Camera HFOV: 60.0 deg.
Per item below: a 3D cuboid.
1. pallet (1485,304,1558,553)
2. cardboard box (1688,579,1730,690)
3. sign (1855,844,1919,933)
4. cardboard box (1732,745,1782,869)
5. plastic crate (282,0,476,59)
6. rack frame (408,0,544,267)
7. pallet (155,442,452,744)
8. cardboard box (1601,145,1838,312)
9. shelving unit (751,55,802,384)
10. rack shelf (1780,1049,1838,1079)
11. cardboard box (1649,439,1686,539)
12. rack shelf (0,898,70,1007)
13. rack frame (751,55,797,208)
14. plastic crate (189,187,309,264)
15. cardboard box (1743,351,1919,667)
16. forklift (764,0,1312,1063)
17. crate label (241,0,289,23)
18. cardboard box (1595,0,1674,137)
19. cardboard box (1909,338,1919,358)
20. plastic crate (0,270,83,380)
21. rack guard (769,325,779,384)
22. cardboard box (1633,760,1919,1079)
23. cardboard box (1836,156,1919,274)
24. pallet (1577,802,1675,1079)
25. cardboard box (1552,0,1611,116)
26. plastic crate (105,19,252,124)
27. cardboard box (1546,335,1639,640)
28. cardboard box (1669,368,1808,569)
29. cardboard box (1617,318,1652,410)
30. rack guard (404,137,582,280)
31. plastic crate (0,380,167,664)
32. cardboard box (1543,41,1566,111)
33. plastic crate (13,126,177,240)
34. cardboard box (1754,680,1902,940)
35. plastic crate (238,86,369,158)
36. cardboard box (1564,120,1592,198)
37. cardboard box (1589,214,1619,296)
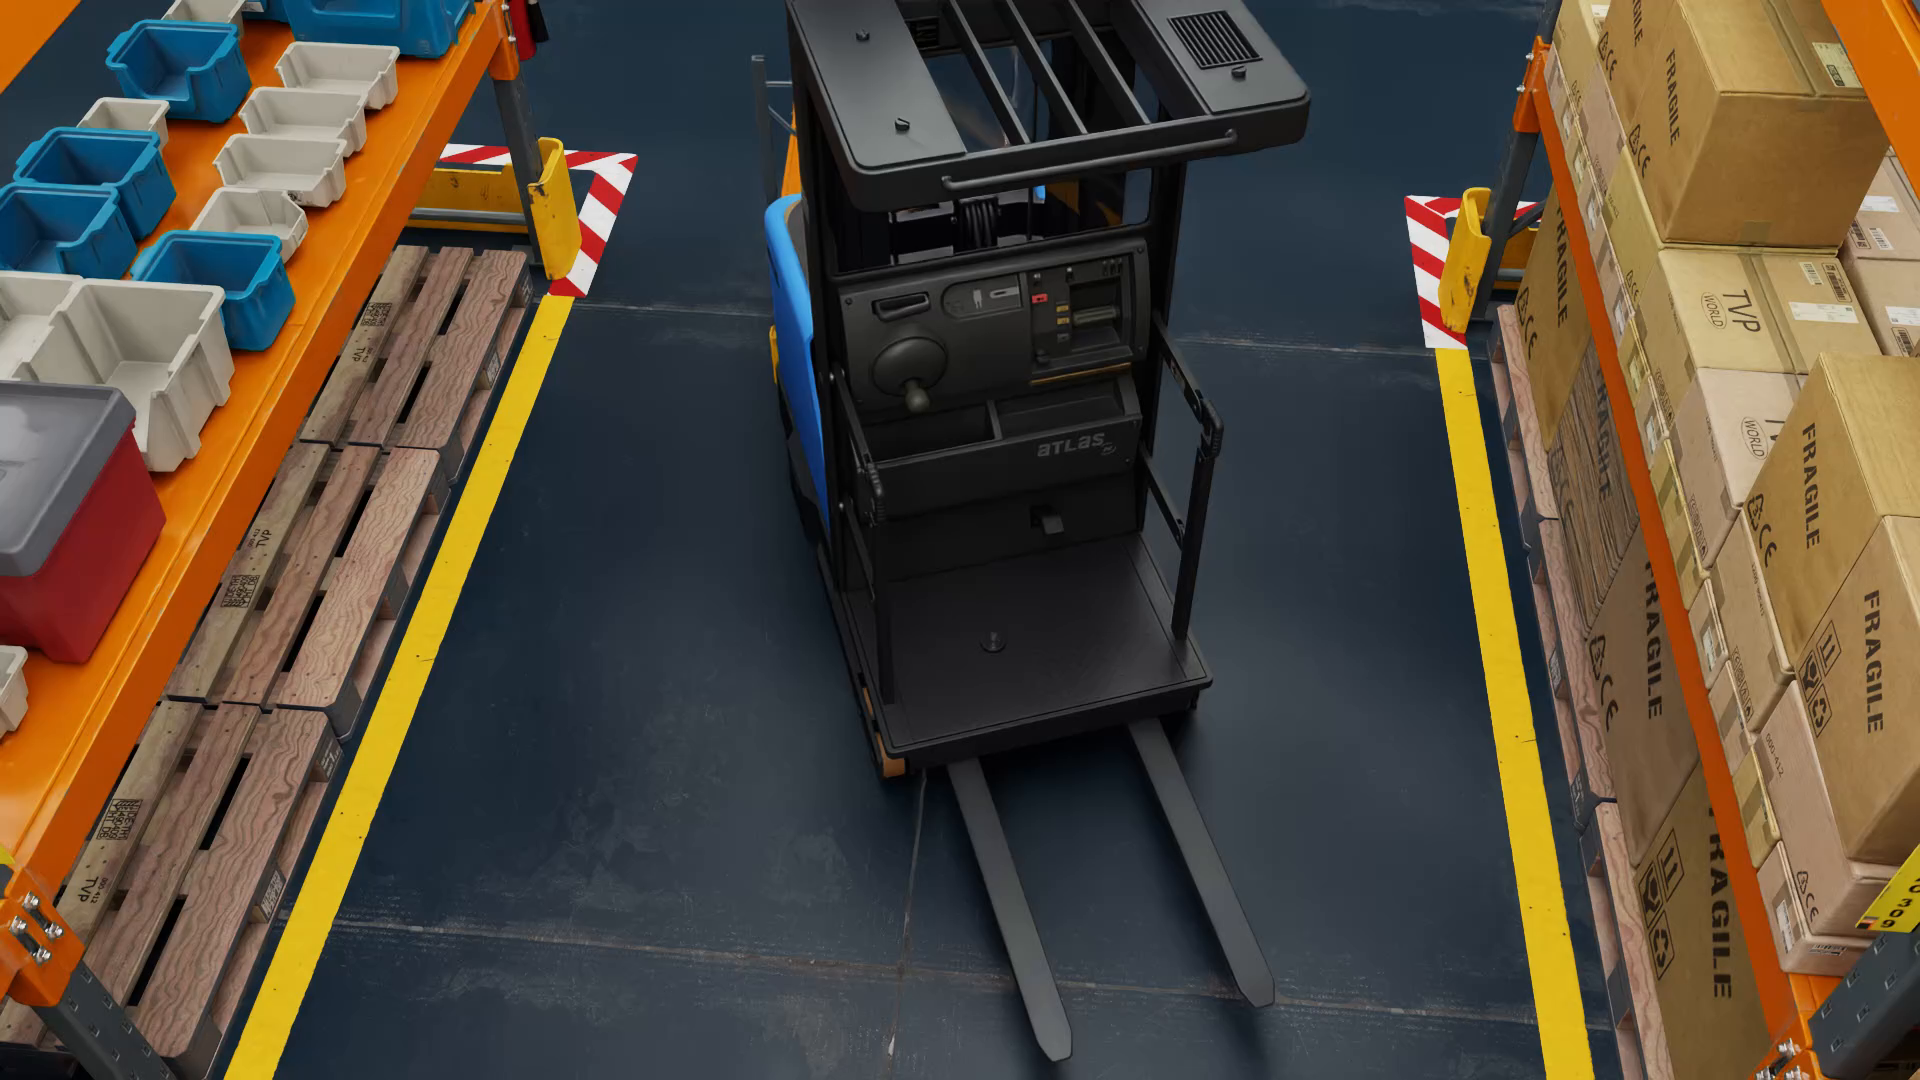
[{"bbox_3d":[2.657,-0.427,6.498,1.003,0.211,1.213,4,48,4],"label":"pallet"},{"bbox_3d":[2.059,0.250,4.159,0.380,0.149,0.250,5,48,4],"label":"cardboard box"},{"bbox_3d":[1.734,0.623,3.007,0.100,0.325,0.005,4,48,4],"label":"sign"},{"bbox_3d":[2.012,0.627,3.814,0.380,0.149,0.250,5,48,4],"label":"cardboard box"},{"bbox_3d":[-2.125,-2.068,6.044,0.616,0.435,0.499,4,48,4],"label":"plastic crate"},{"bbox_3d":[-2.281,-2.295,6.316,1.000,3.000,0.127,4,48,4],"label":"rack frame"},{"bbox_3d":[-2.508,0.144,5.975,1.003,0.211,1.213,4,48,4],"label":"pallet"},{"bbox_3d":[2.249,-0.925,4.963,0.500,0.250,0.500,2,48,2],"label":"cardboard box"},{"bbox_3d":[-0.460,-1.538,6.640,0.587,1.500,1.083,1,48,1],"label":"shelving unit"},{"bbox_3d":[2.105,2.690,2.244,1.077,0.370,4.000,4,48,4],"label":"rack shelf"},{"bbox_3d":[2.105,-0.128,4.504,0.380,0.149,0.250,3,48,3],"label":"cardboard box"},{"bbox_3d":[-2.828,2.357,2.549,1.077,0.370,4.000,4,48,4],"label":"rack shelf"},{"bbox_3d":[-0.470,-1.156,6.291,0.500,1.500,0.032,1,48,1],"label":"rack frame"},{"bbox_3d":[-2.225,-0.977,5.249,0.298,0.136,0.250,4,48,4],"label":"plastic crate"},{"bbox_3d":[2.113,-0.049,3.654,0.500,0.500,0.500,4,48,4],"label":"cardboard box"},{"bbox_3d":[0.173,-0.529,4.747,1.130,2.935,3.031,-12,49,-10],"label":"forklift"},{"bbox_3d":[-2.631,-2.099,6.210,0.416,0.233,0.303,4,48,4],"label":"crate label"},{"bbox_3d":[2.293,-1.562,5.038,0.500,0.500,0.500,3,48,3],"label":"cardboard box"},{"bbox_3d":[2.681,-0.404,3.978,0.500,0.500,0.500,3,48,2],"label":"cardboard box"},{"bbox_3d":[-2.786,-0.586,4.891,0.293,0.136,0.466,4,48,4],"label":"plastic crate"},{"bbox_3d":[-0.470,-0.749,6.765,0.587,0.250,0.087,1,48,1],"label":"rack guard"},{"bbox_3d":[2.427,1.074,4.391,0.875,0.875,0.875,4,48,4],"label":"cardboard box"},{"bbox_3d":[2.779,-0.891,4.932,0.500,0.250,0.500,2,48,2],"label":"cardboard box"},{"bbox_3d":[2.434,1.366,4.858,1.003,0.211,1.213,4,48,4],"label":"pallet"},{"bbox_3d":[2.339,-1.677,5.651,0.500,0.250,0.500,3,48,2],"label":"cardboard box"},{"bbox_3d":[-2.691,-1.615,5.767,0.416,0.233,0.300,4,48,4],"label":"plastic crate"},{"bbox_3d":[2.590,-0.242,5.594,0.875,0.875,0.875,4,48,4],"label":"cardboard box"},{"bbox_3d":[2.157,-0.169,4.272,0.500,0.250,0.500,5,48,4],"label":"cardboard box"},{"bbox_3d":[2.152,-0.508,4.852,0.380,0.149,0.250,3,48,3],"label":"cardboard box"},{"bbox_3d":[-2.291,-1.469,7.255,1.175,0.500,0.348,4,48,4],"label":"rack guard"},{"bbox_3d":[-2.314,-0.036,4.166,0.402,0.464,0.583,4,48,4],"label":"plastic crate"},{"bbox_3d":[2.291,-1.638,5.886,0.380,0.149,0.250,4,48,4],"label":"cardboard box"},{"bbox_3d":[-2.751,-1.131,5.325,0.416,0.233,0.300,4,48,4],"label":"plastic crate"},{"bbox_3d":[2.066,0.586,3.581,0.500,0.250,0.500,3,48,3],"label":"cardboard box"},{"bbox_3d":[-2.216,-1.402,5.638,0.396,0.136,0.243,4,48,4],"label":"plastic crate"},{"bbox_3d":[2.246,-1.261,5.541,0.380,0.149,0.250,3,48,3],"label":"cardboard box"},{"bbox_3d":[2.199,-0.883,5.195,0.380,0.149,0.250,3,48,3],"label":"cardboard box"}]
